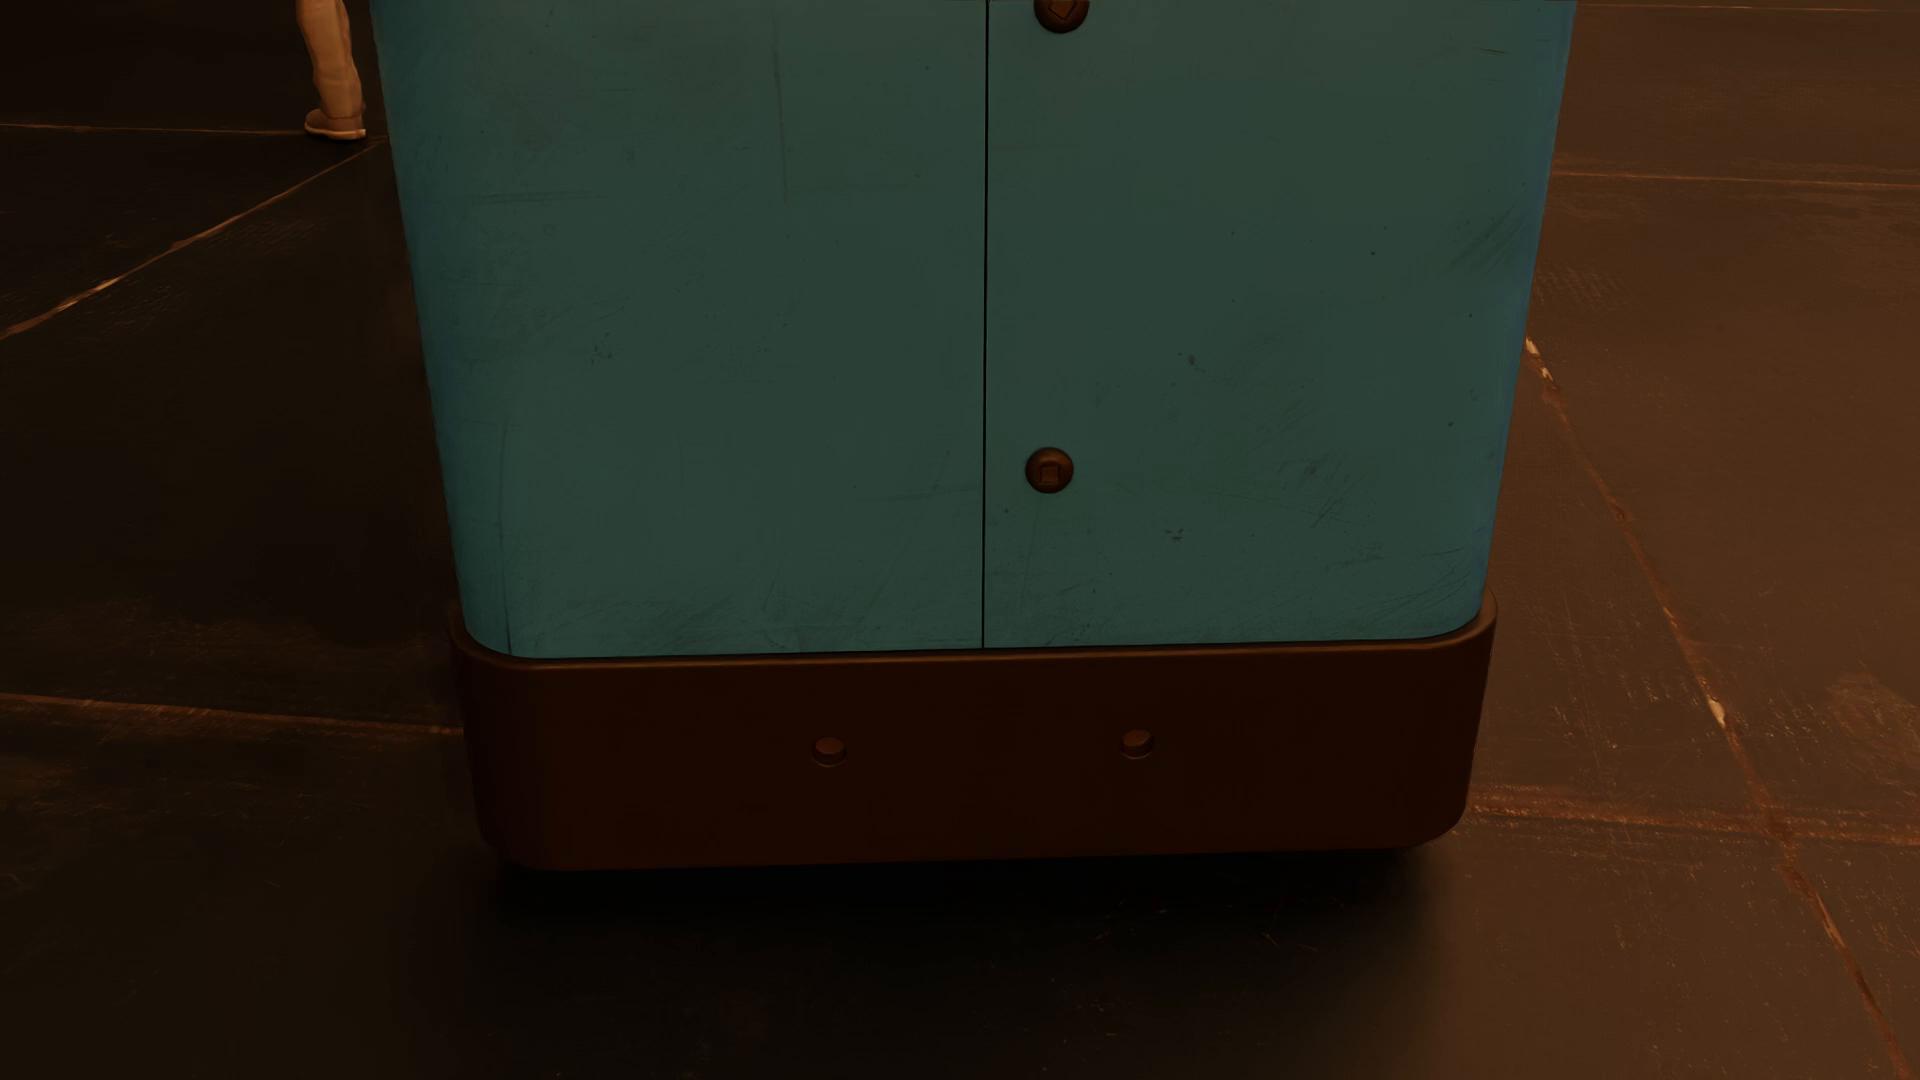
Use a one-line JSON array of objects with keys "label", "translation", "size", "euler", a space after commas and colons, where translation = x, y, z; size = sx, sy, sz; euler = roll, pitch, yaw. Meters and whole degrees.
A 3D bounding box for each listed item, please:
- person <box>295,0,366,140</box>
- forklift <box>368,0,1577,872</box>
[{"label": "person", "translation": [-1.717, -1.952, 4.555], "size": [0.526, 1.660, 0.398], "euler": [-17, 31, -30]}, {"label": "forklift", "translation": [-0.046, -1.597, 2.418], "size": [1.130, 2.935, 3.031], "euler": [-1, 27, -2]}]
